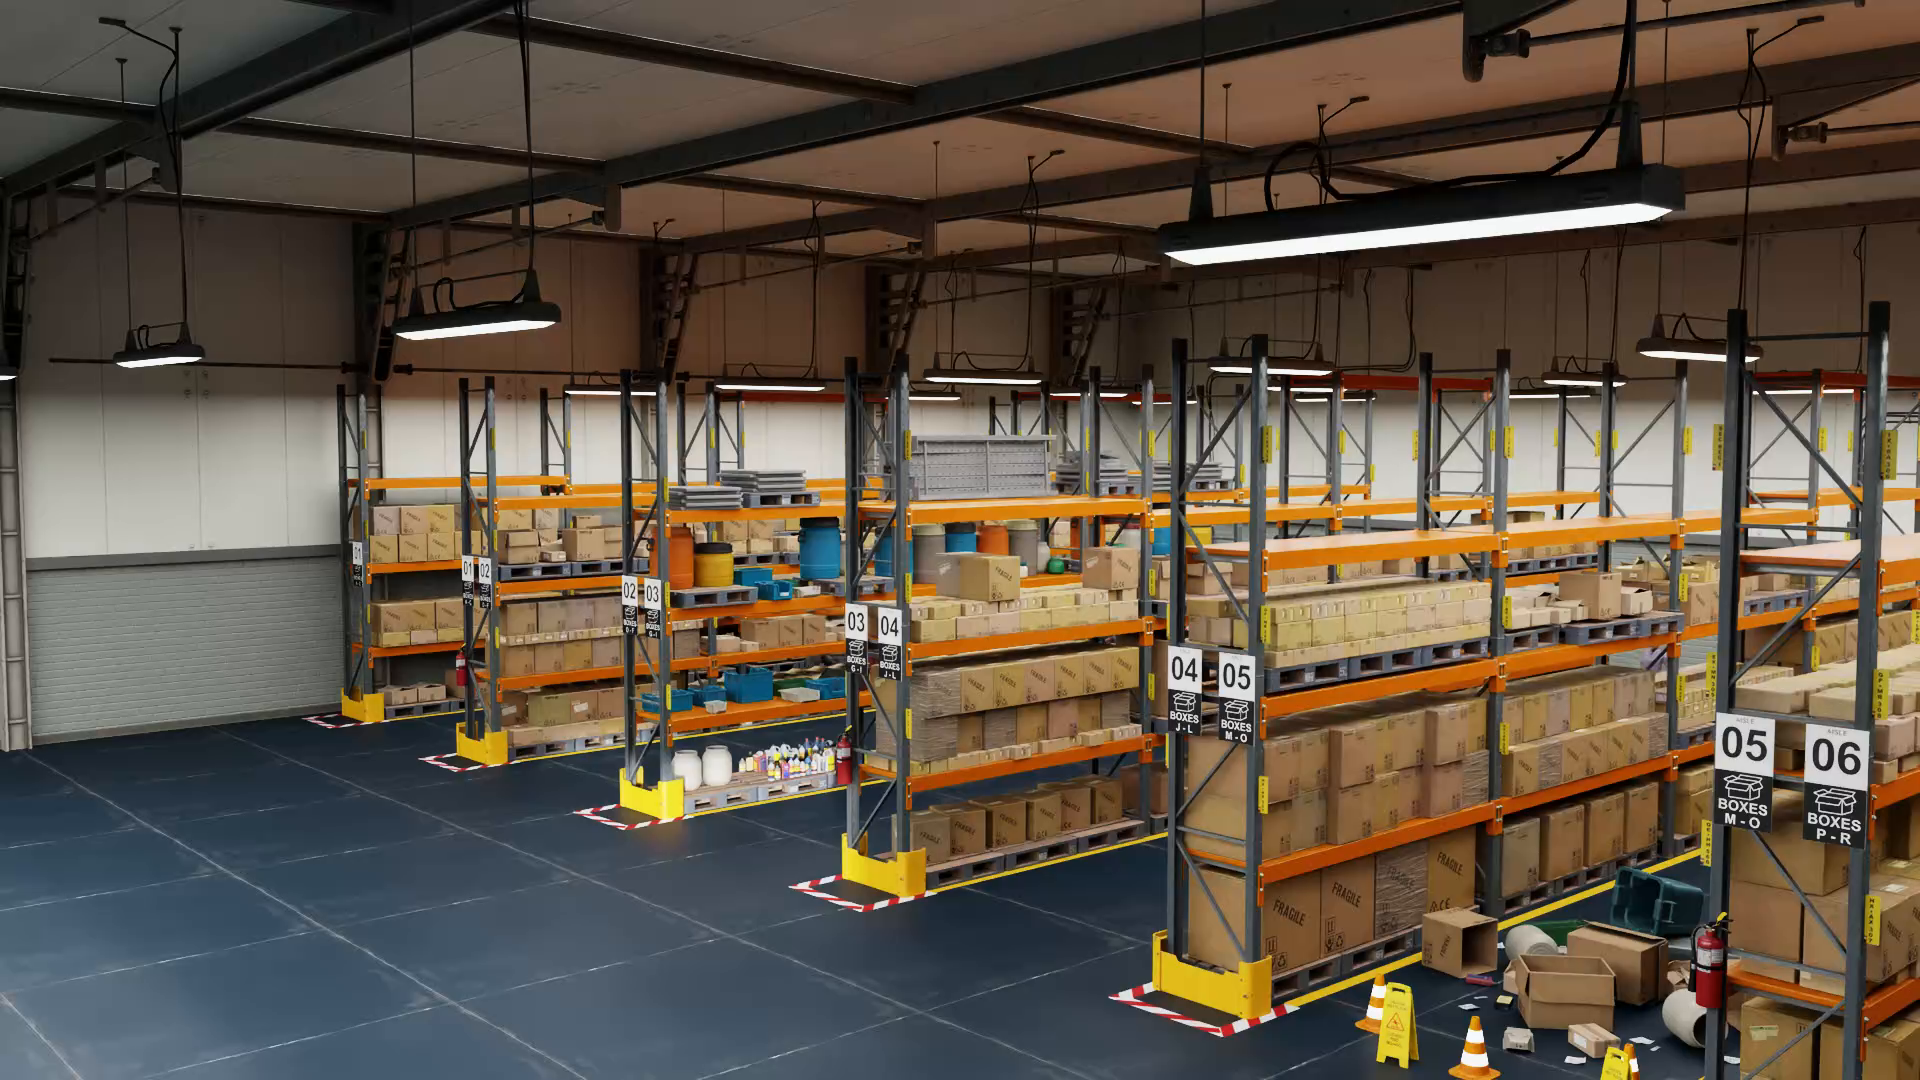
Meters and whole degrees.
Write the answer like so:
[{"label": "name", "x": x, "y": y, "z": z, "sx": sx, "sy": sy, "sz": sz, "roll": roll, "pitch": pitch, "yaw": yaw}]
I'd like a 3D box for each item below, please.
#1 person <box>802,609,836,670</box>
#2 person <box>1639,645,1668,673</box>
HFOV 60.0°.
[{"label": "person", "x": -2.915, "y": 2.135, "z": 34.495, "sx": 0.621, "sy": 1.638, "sz": 0.955, "roll": 3, "pitch": 5, "yaw": 42}, {"label": "person", "x": 11.866, "y": 2.458, "z": 28.471, "sx": 0.876, "sy": 1.617, "sz": 0.647, "roll": -1, "pitch": 4, "yaw": -21}]
